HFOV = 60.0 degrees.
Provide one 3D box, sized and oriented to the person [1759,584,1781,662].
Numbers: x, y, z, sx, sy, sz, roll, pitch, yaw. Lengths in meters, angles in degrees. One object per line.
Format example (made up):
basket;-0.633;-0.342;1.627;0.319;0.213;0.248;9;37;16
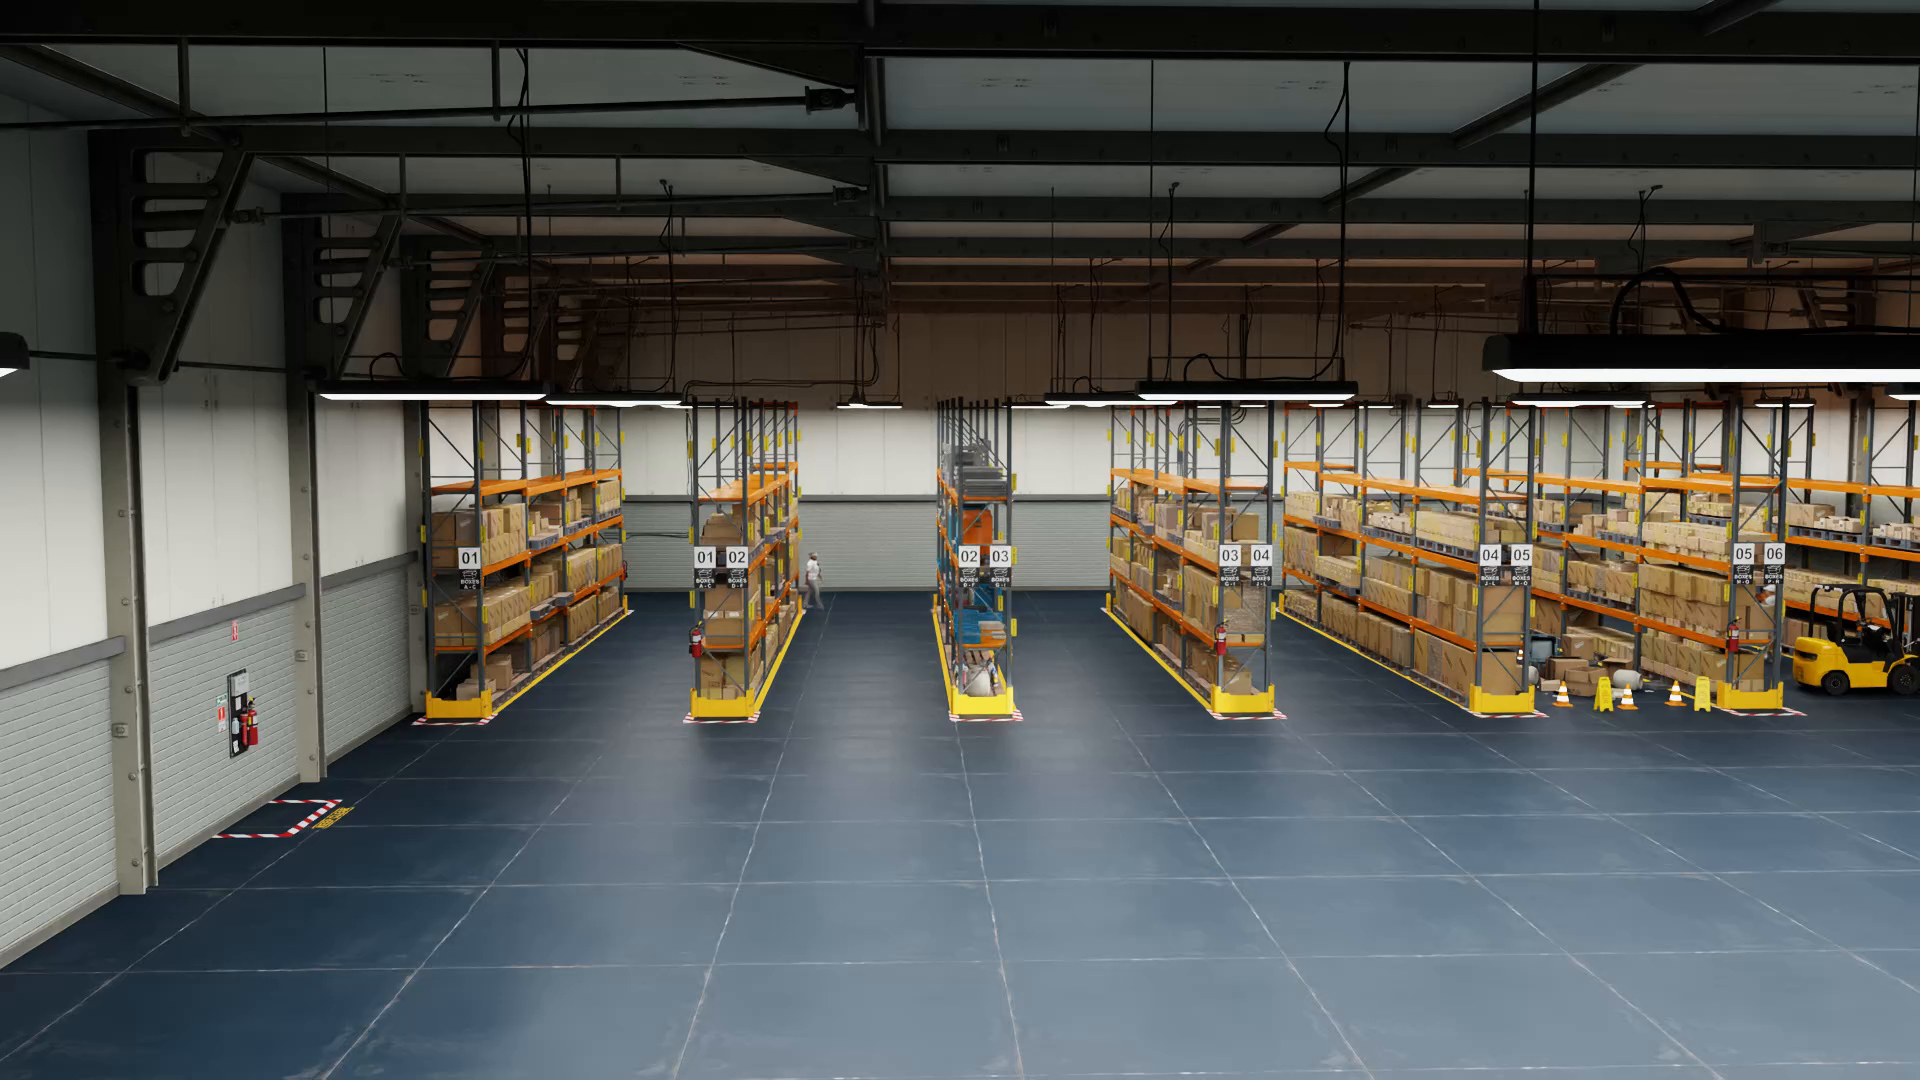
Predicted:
person;18.481;1.922;37.812;0.509;1.806;0.543;-1;5;-15

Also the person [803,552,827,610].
person;-4.188;1.180;48.192;0.791;1.704;0.436;1;5;13
